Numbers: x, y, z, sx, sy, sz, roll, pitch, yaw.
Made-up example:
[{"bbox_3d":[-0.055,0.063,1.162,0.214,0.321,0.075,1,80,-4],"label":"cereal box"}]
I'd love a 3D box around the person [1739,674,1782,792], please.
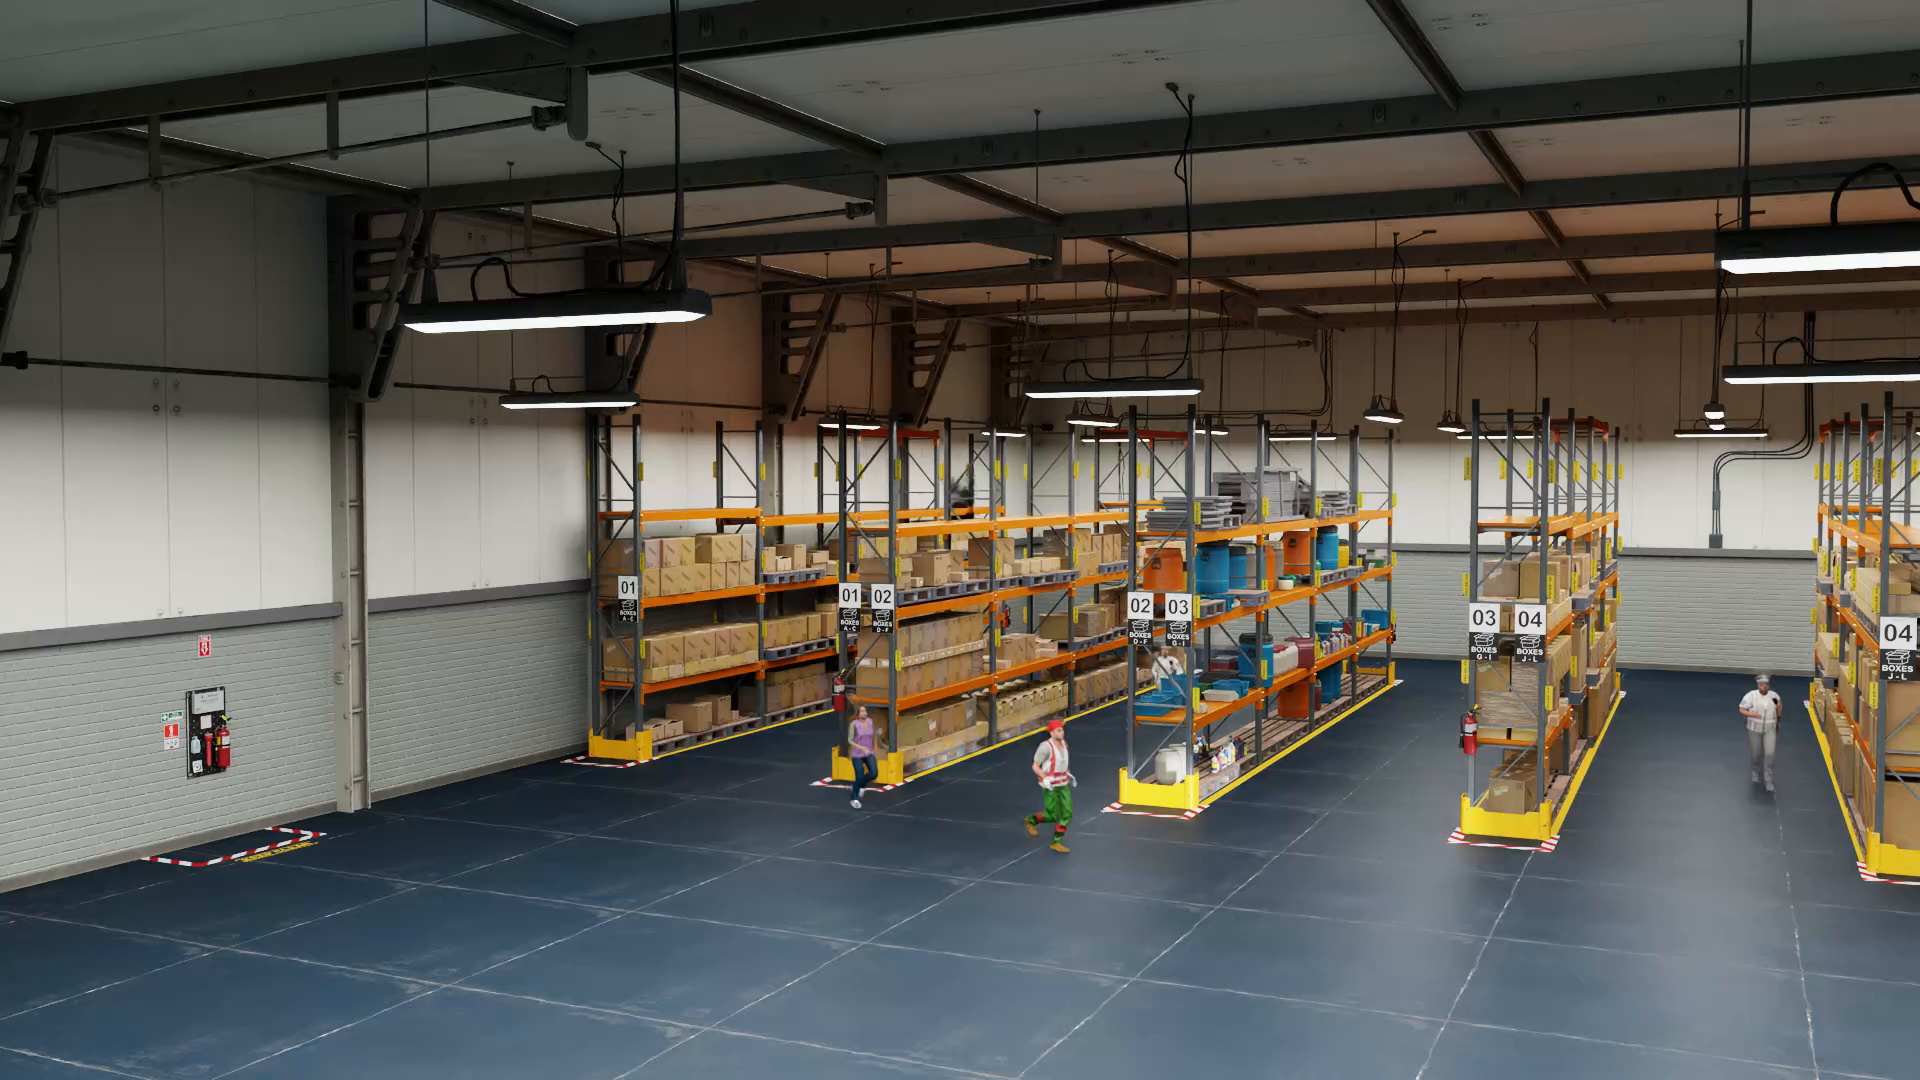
[{"bbox_3d":[12.701,3.028,26.372,0.643,1.825,0.860,1,2,20],"label":"person"}]

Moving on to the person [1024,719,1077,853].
[{"bbox_3d":[1.194,3.232,22.029,0.646,1.741,0.702,-2,3,-42],"label":"person"}]

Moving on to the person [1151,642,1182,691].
[{"bbox_3d":[4.016,2.828,32.498,0.603,1.651,0.539,1,2,16],"label":"person"}]

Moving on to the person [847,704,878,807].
[{"bbox_3d":[-1.415,3.210,24.705,0.571,1.556,0.631,-1,3,-29],"label":"person"}]
